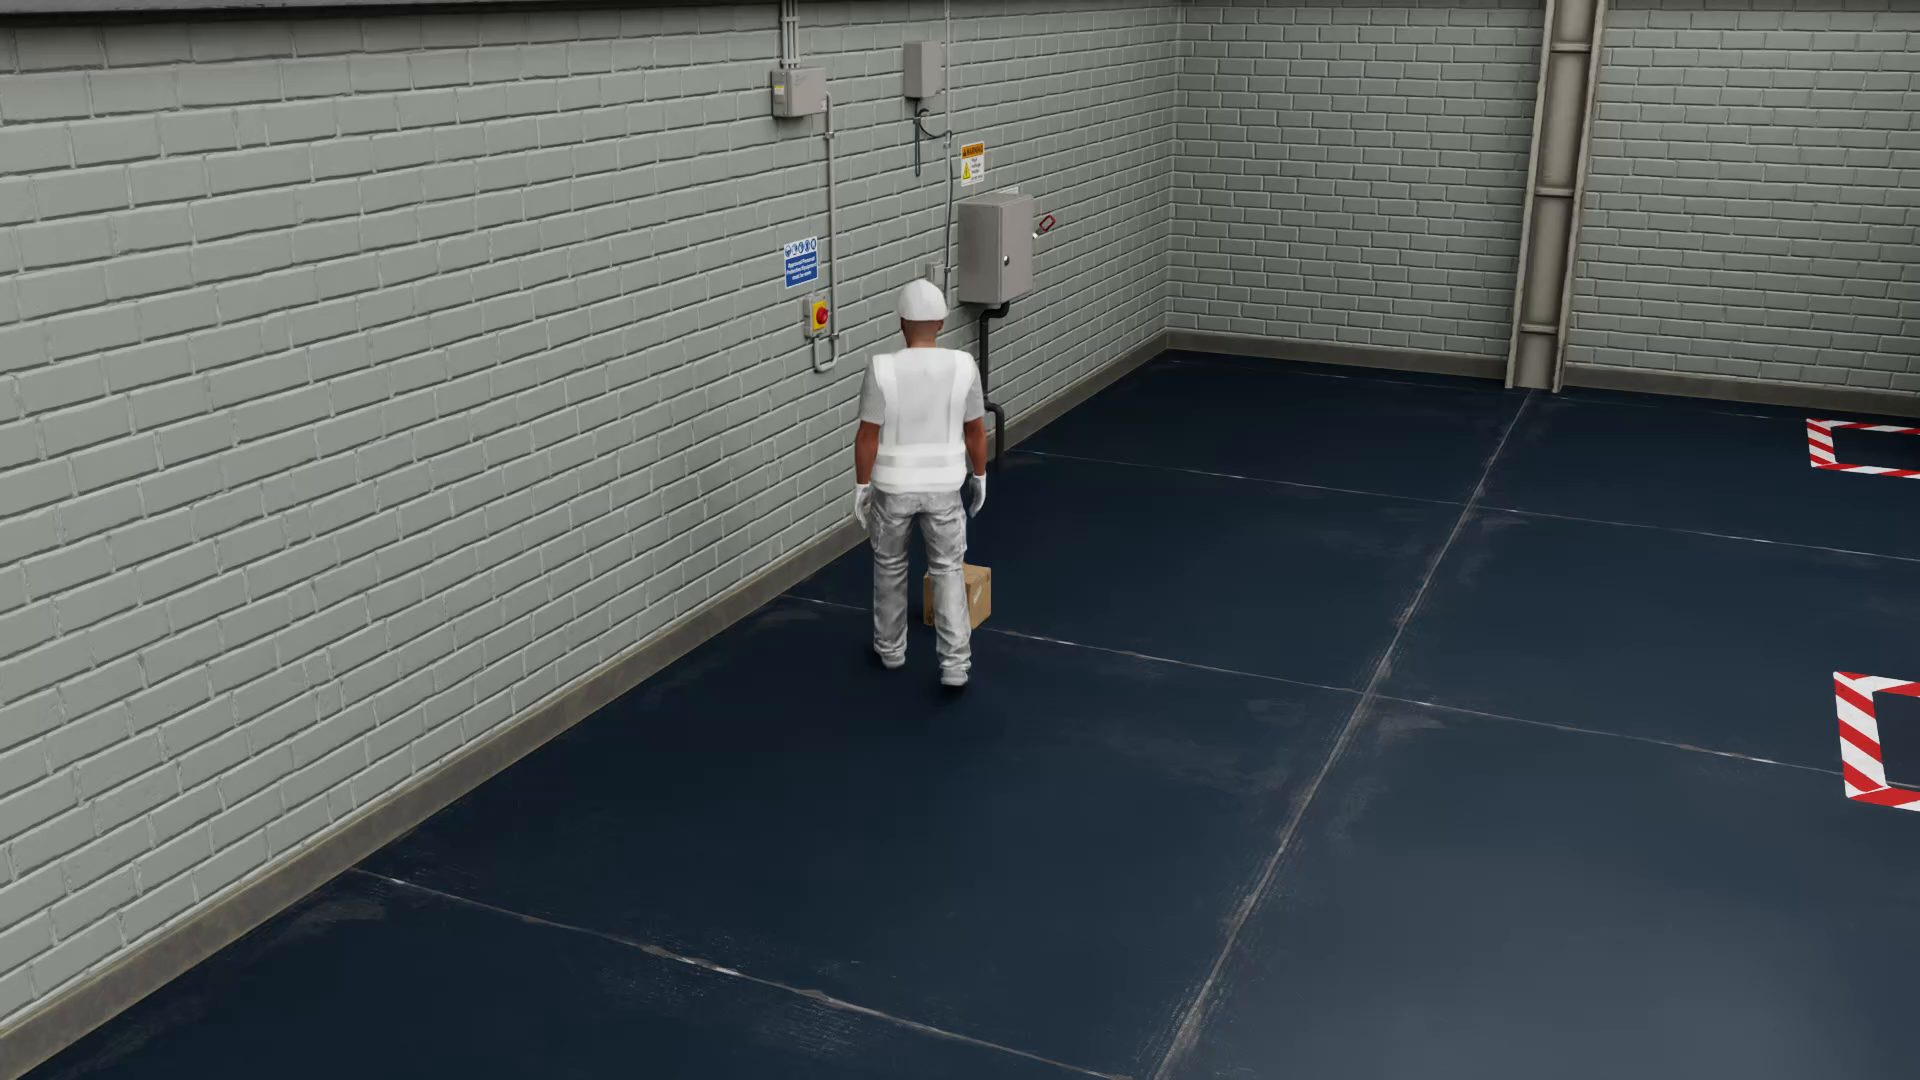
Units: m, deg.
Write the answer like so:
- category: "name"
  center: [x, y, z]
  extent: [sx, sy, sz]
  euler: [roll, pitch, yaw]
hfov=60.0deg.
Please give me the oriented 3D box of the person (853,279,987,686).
- category: "person"
  center: [-0.177, -0.242, 7.230]
  extent: [0.594, 1.780, 0.744]
  euler: [-3, 19, -9]
